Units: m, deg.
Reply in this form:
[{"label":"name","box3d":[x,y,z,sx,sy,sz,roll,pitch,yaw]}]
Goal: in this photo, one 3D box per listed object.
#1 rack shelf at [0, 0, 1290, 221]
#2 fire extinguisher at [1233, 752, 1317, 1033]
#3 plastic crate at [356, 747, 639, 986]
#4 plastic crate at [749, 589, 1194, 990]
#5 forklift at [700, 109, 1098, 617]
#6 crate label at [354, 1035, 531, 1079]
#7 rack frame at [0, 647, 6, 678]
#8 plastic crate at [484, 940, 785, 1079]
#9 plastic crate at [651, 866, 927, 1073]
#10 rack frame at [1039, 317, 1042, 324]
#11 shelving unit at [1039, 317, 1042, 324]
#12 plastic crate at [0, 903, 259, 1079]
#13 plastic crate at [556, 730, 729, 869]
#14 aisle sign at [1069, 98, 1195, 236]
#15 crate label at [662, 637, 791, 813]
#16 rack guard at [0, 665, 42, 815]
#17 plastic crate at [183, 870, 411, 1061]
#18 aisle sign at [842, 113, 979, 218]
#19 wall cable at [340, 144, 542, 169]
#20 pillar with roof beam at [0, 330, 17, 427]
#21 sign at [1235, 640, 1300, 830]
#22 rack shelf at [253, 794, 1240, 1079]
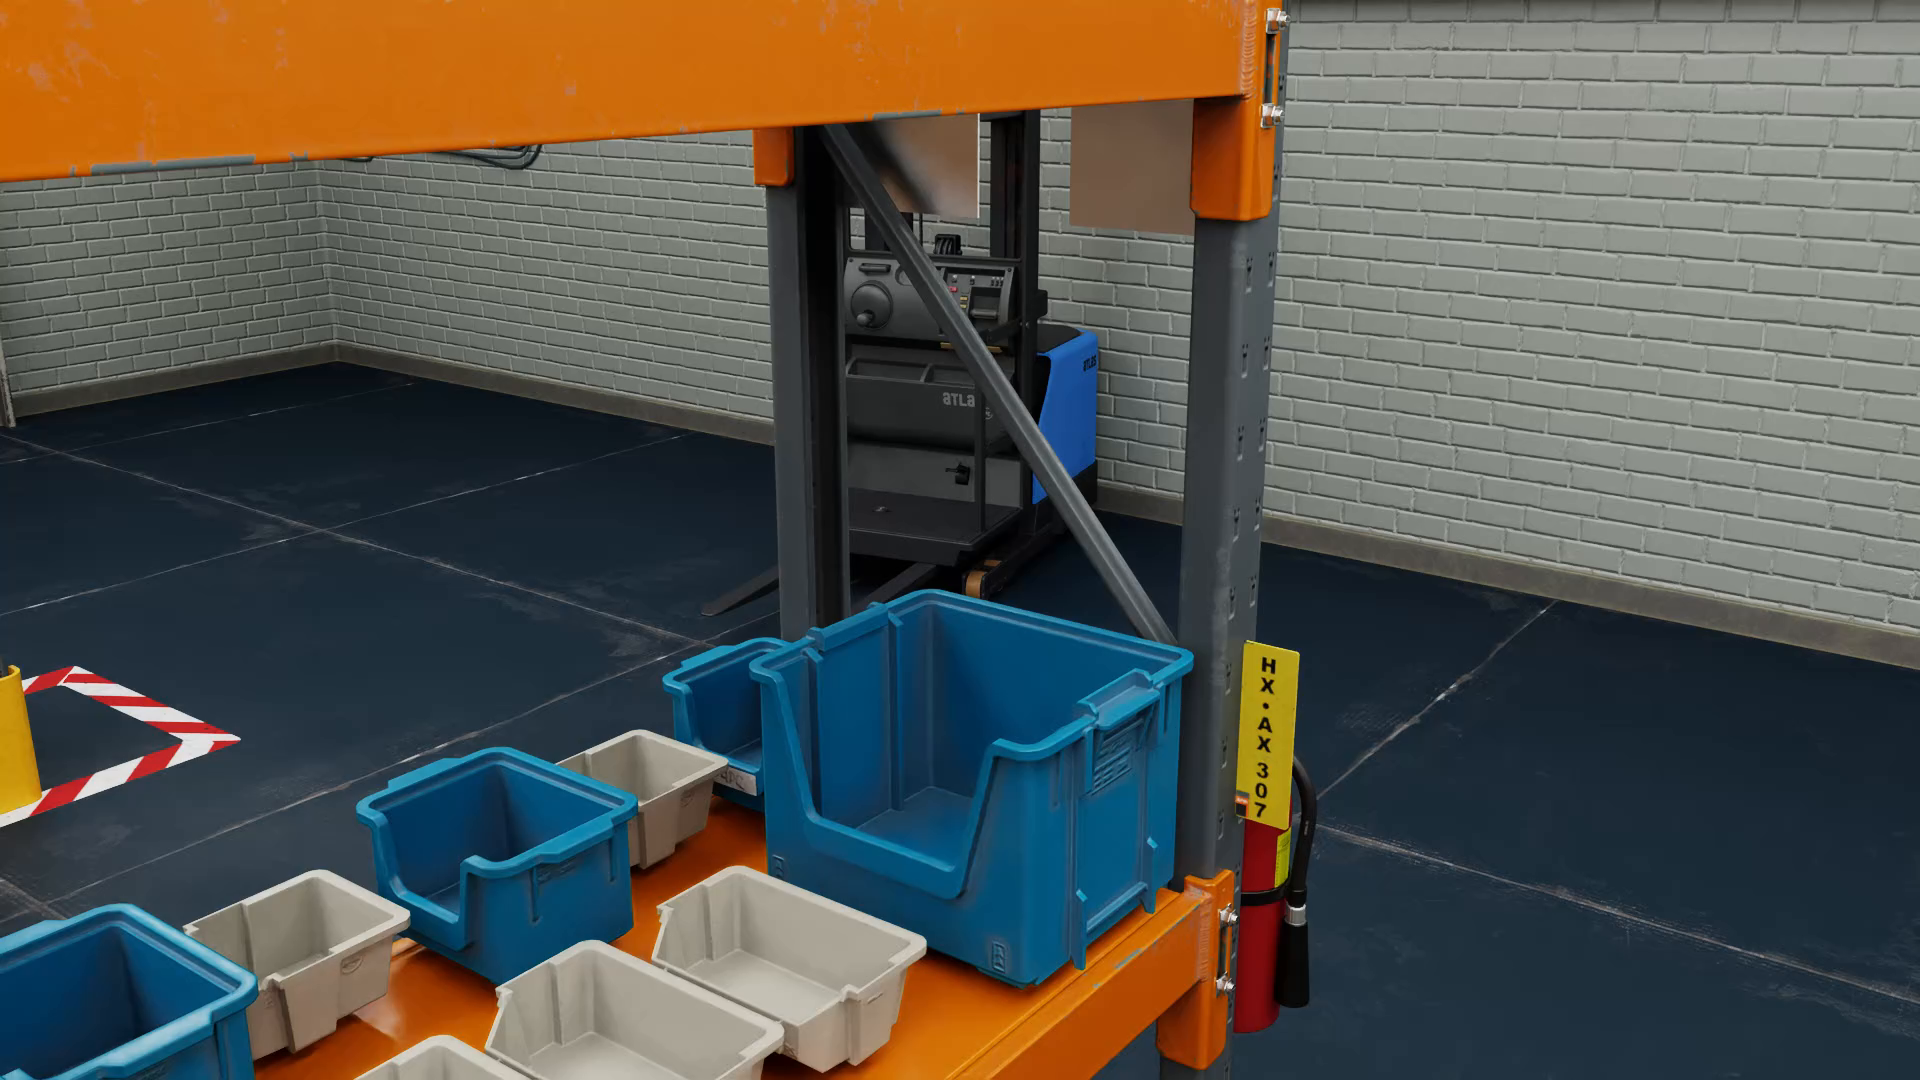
[{"label":"rack shelf","box3d":[-1.121,-0.294,1.288,1.077,0.370,4.000,12,21,35]},{"label":"fire extinguisher","box3d":[0.526,0.578,3.084,0.296,0.674,0.183,12,21,35]},{"label":"plastic crate","box3d":[-0.733,0.527,2.669,0.416,0.233,0.300,12,21,35]},{"label":"plastic crate","box3d":[0.021,0.386,2.783,0.616,0.435,0.499,12,21,35]},{"label":"forklift","box3d":[-0.251,-1.229,8.258,1.130,2.935,3.031,7,19,22]},{"label":"crate label","box3d":[-0.600,0.779,2.020,0.396,0.136,0.243,12,21,35]},{"label":"rack frame","box3d":[-3.905,-0.558,5.981,1.000,3.000,0.127,12,21,35]},{"label":"plastic crate","box3d":[-0.454,0.709,2.247,0.396,0.136,0.243,12,21,35]},{"label":"plastic crate","box3d":[-0.270,0.642,2.462,0.396,0.136,0.243,12,21,35]},{"label":"rack frame","box3d":[0.396,-0.841,9.968,0.240,1.200,0.006,10,19,35]},{"label":"shelving unit","box3d":[0.341,-0.820,9.898,0.258,1.200,0.189,10,19,35]},{"label":"plastic crate","box3d":[-1.125,0.684,2.164,0.416,0.233,0.300,12,21,35]},{"label":"plastic crate","box3d":[-0.598,0.478,2.989,0.250,0.136,0.298,12,21,35]},{"label":"aisle sign","box3d":[0.349,-0.888,2.663,0.394,0.787,0.004,12,21,35]},{"label":"crate label","box3d":[-0.341,0.371,3.174,0.416,0.233,0.303,12,21,35]},{"label":"rack guard","box3d":[-3.950,0.654,6.294,1.175,0.500,0.348,12,21,35]},{"label":"plastic crate","box3d":[-1.003,0.640,2.469,0.250,0.136,0.298,12,21,35]},{"label":"aisle sign","box3d":[-0.125,-0.992,2.998,0.394,0.787,0.004,12,21,35]},{"label":"wall cable","box3d":[-4.229,-4.098,12.503,3.097,2.526,0.112,12,21,35]},{"label":"pillar with roof beam","box3d":[-3.514,-4.332,8.021,9.100,9.000,0.400,12,21,35]},{"label":"sign","box3d":[0.522,0.334,2.835,0.100,0.325,0.005,12,21,35]},{"label":"rack shelf","box3d":[-1.121,1.139,1.732,1.077,0.370,4.000,12,21,35]}]
